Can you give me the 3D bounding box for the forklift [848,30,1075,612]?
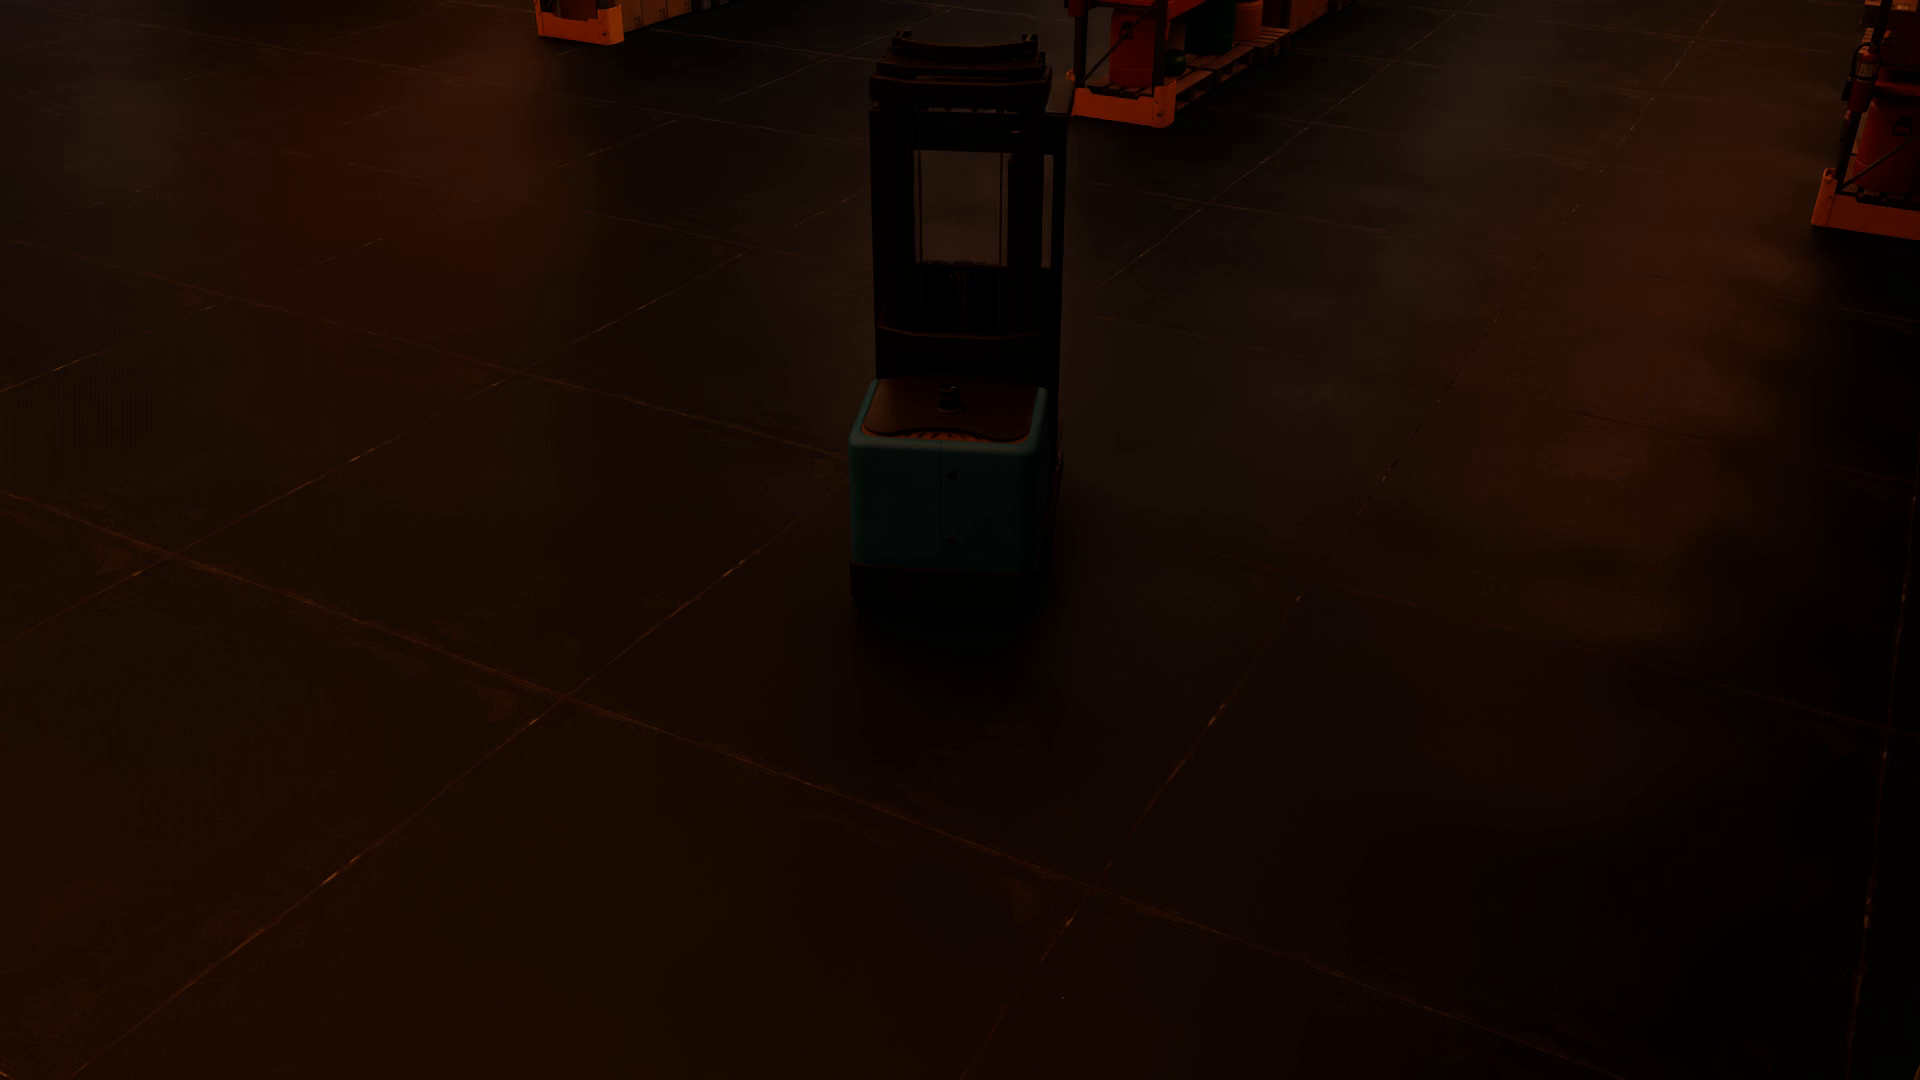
[{"bbox_3d":[0.075,-1.584,9.815,1.130,2.935,3.031,3,30,6],"label":"forklift"}]
